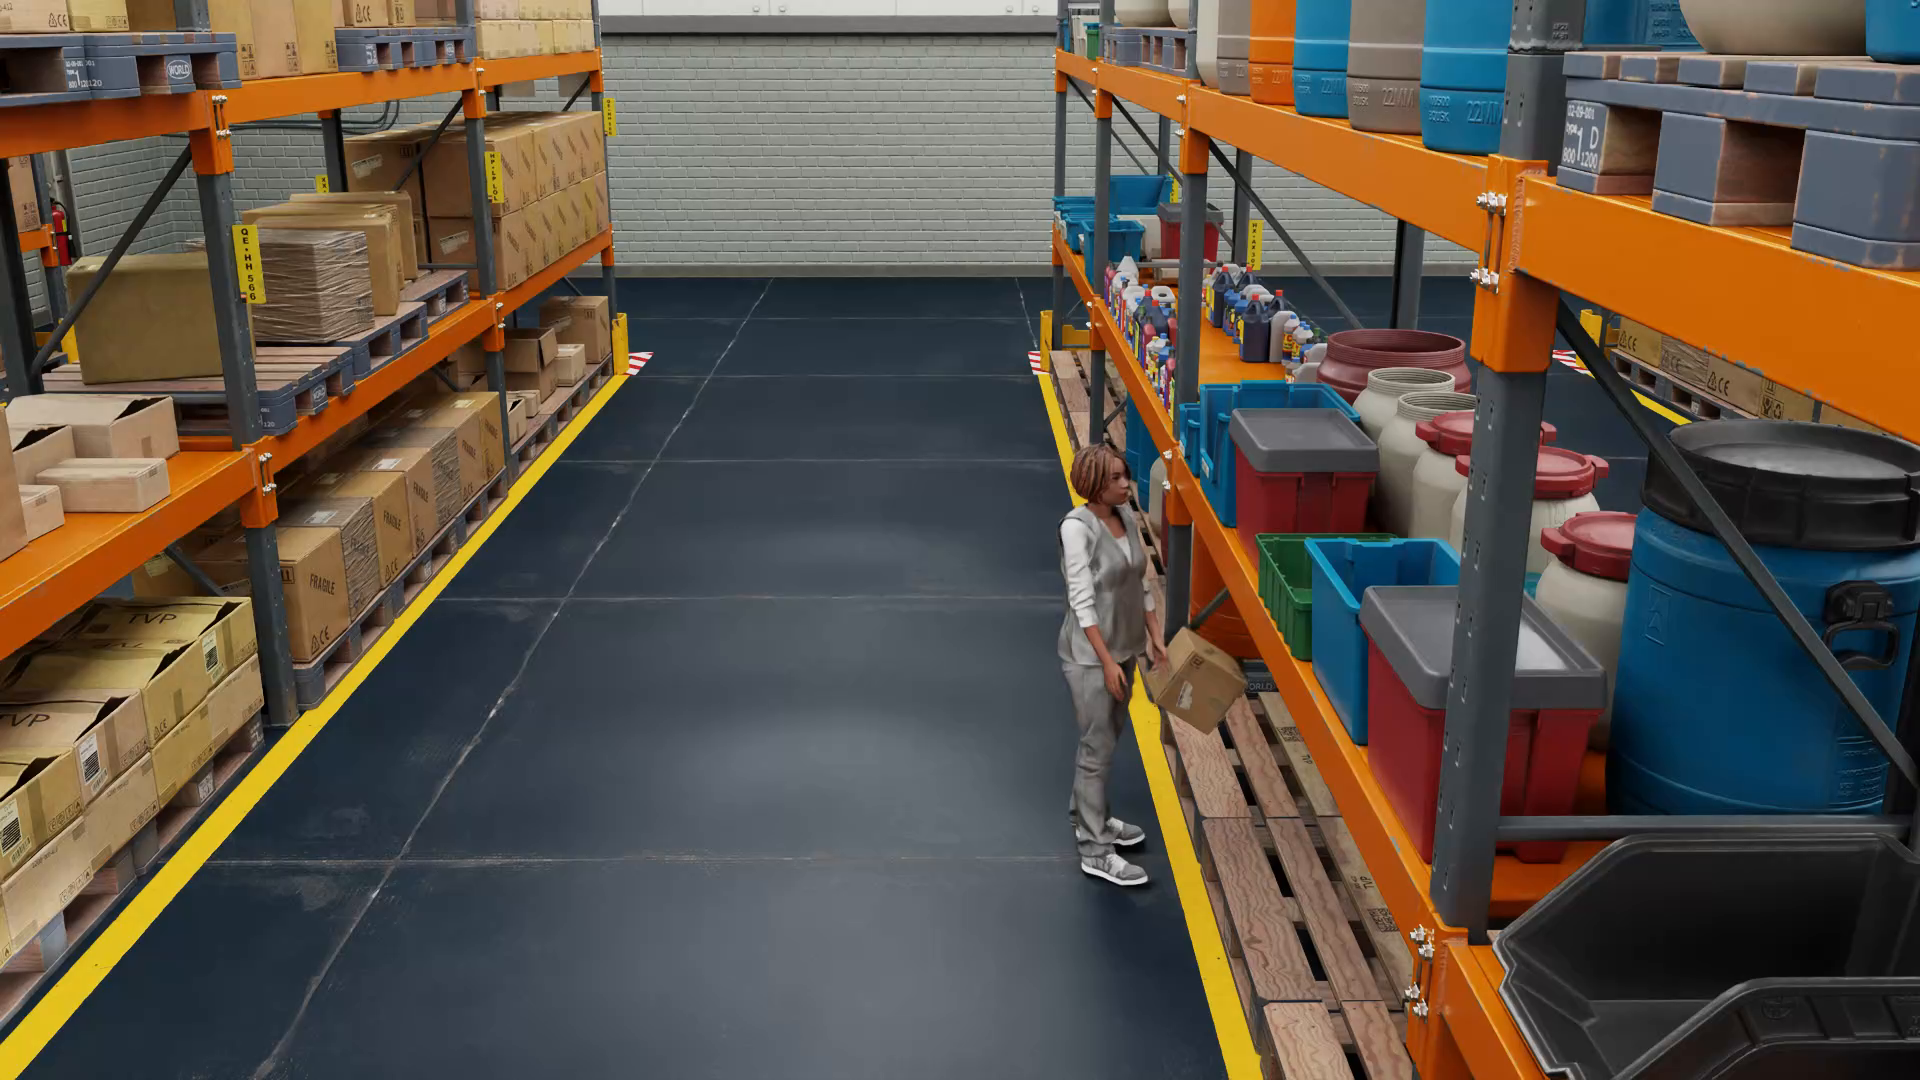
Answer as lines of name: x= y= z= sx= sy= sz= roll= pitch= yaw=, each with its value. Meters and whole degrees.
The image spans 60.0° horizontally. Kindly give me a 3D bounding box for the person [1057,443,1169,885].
person: x=0.595 y=0.444 z=6.117 sx=0.455 sy=1.594 sz=0.456 roll=13 pitch=21 yaw=35
